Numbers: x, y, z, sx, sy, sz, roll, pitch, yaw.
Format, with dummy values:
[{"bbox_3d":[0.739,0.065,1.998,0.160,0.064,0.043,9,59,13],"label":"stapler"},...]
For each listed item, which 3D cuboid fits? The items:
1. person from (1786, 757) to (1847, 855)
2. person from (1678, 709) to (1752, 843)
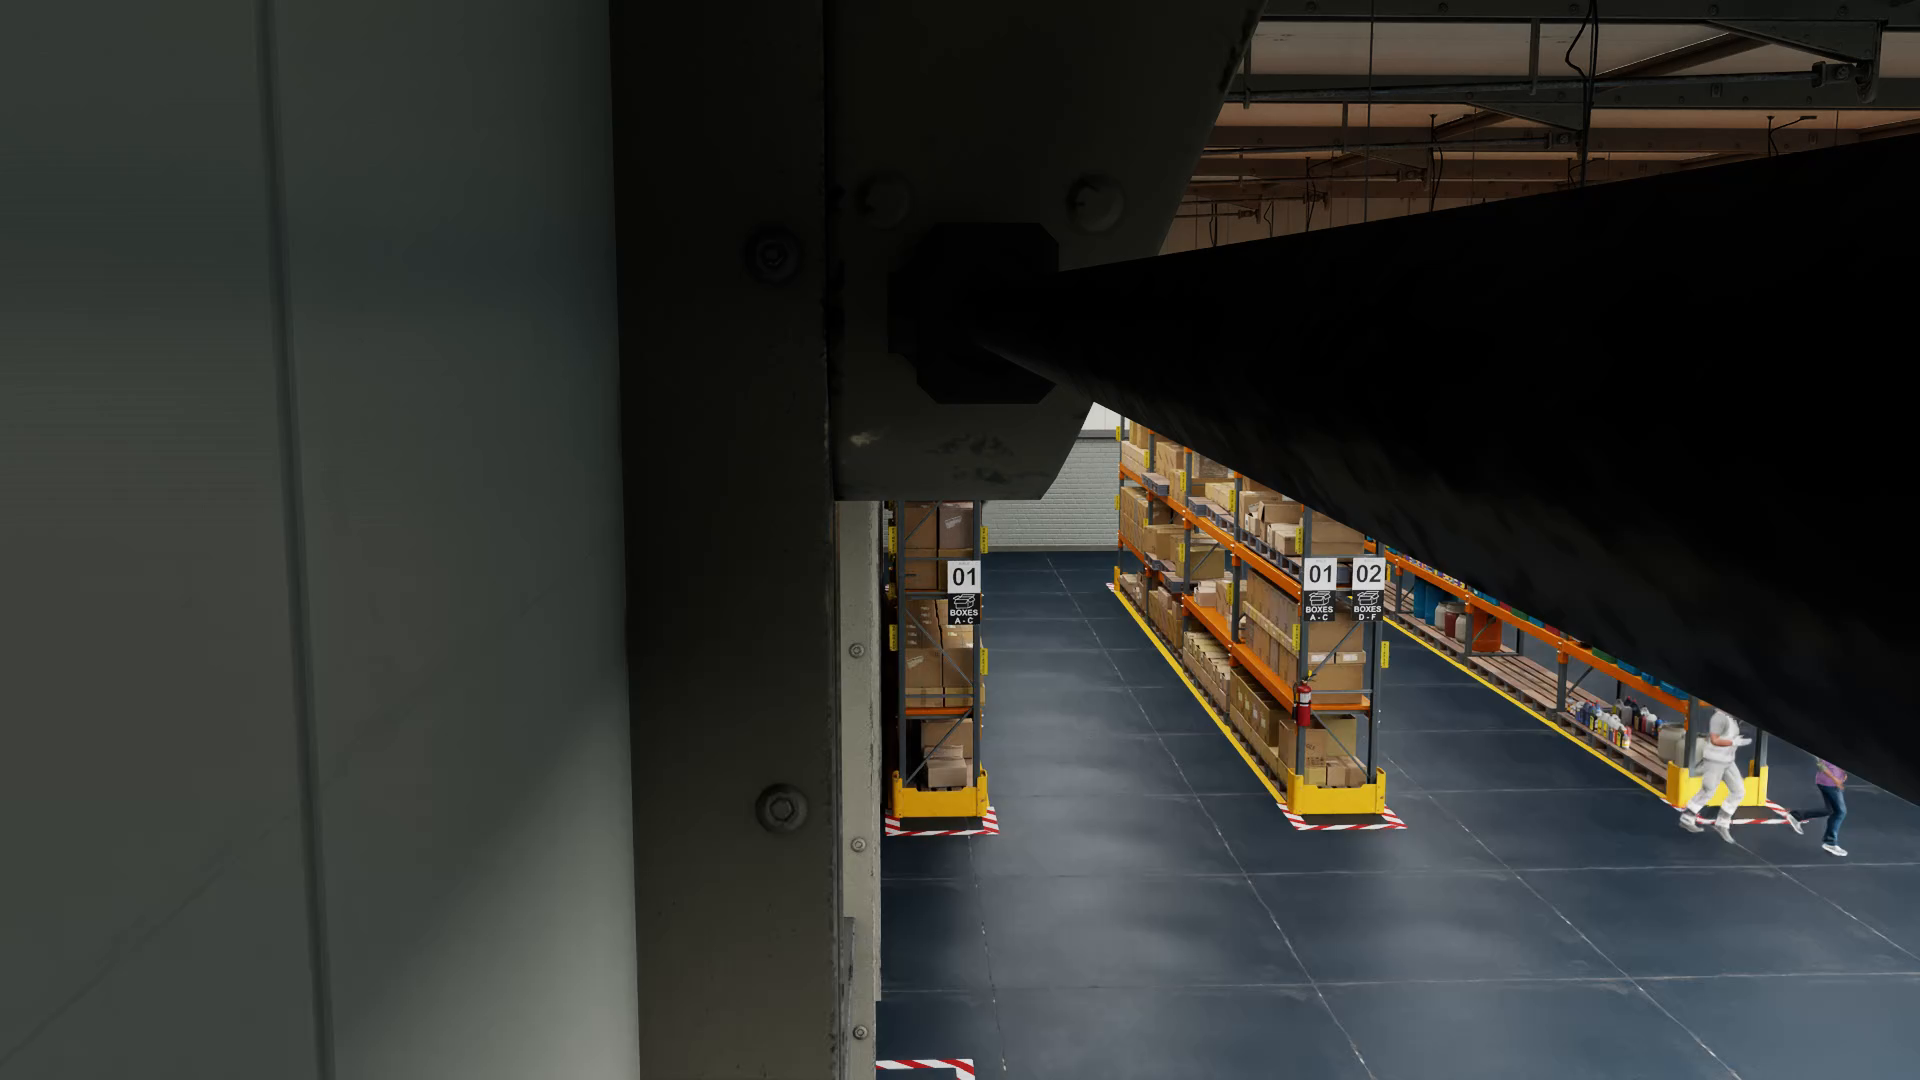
[{"bbox_3d":[9.949,2.811,19.229,0.668,1.599,0.550,5,10,33],"label":"person"},{"bbox_3d":[8.979,2.648,19.634,0.742,1.830,0.652,8,12,44],"label":"person"}]
